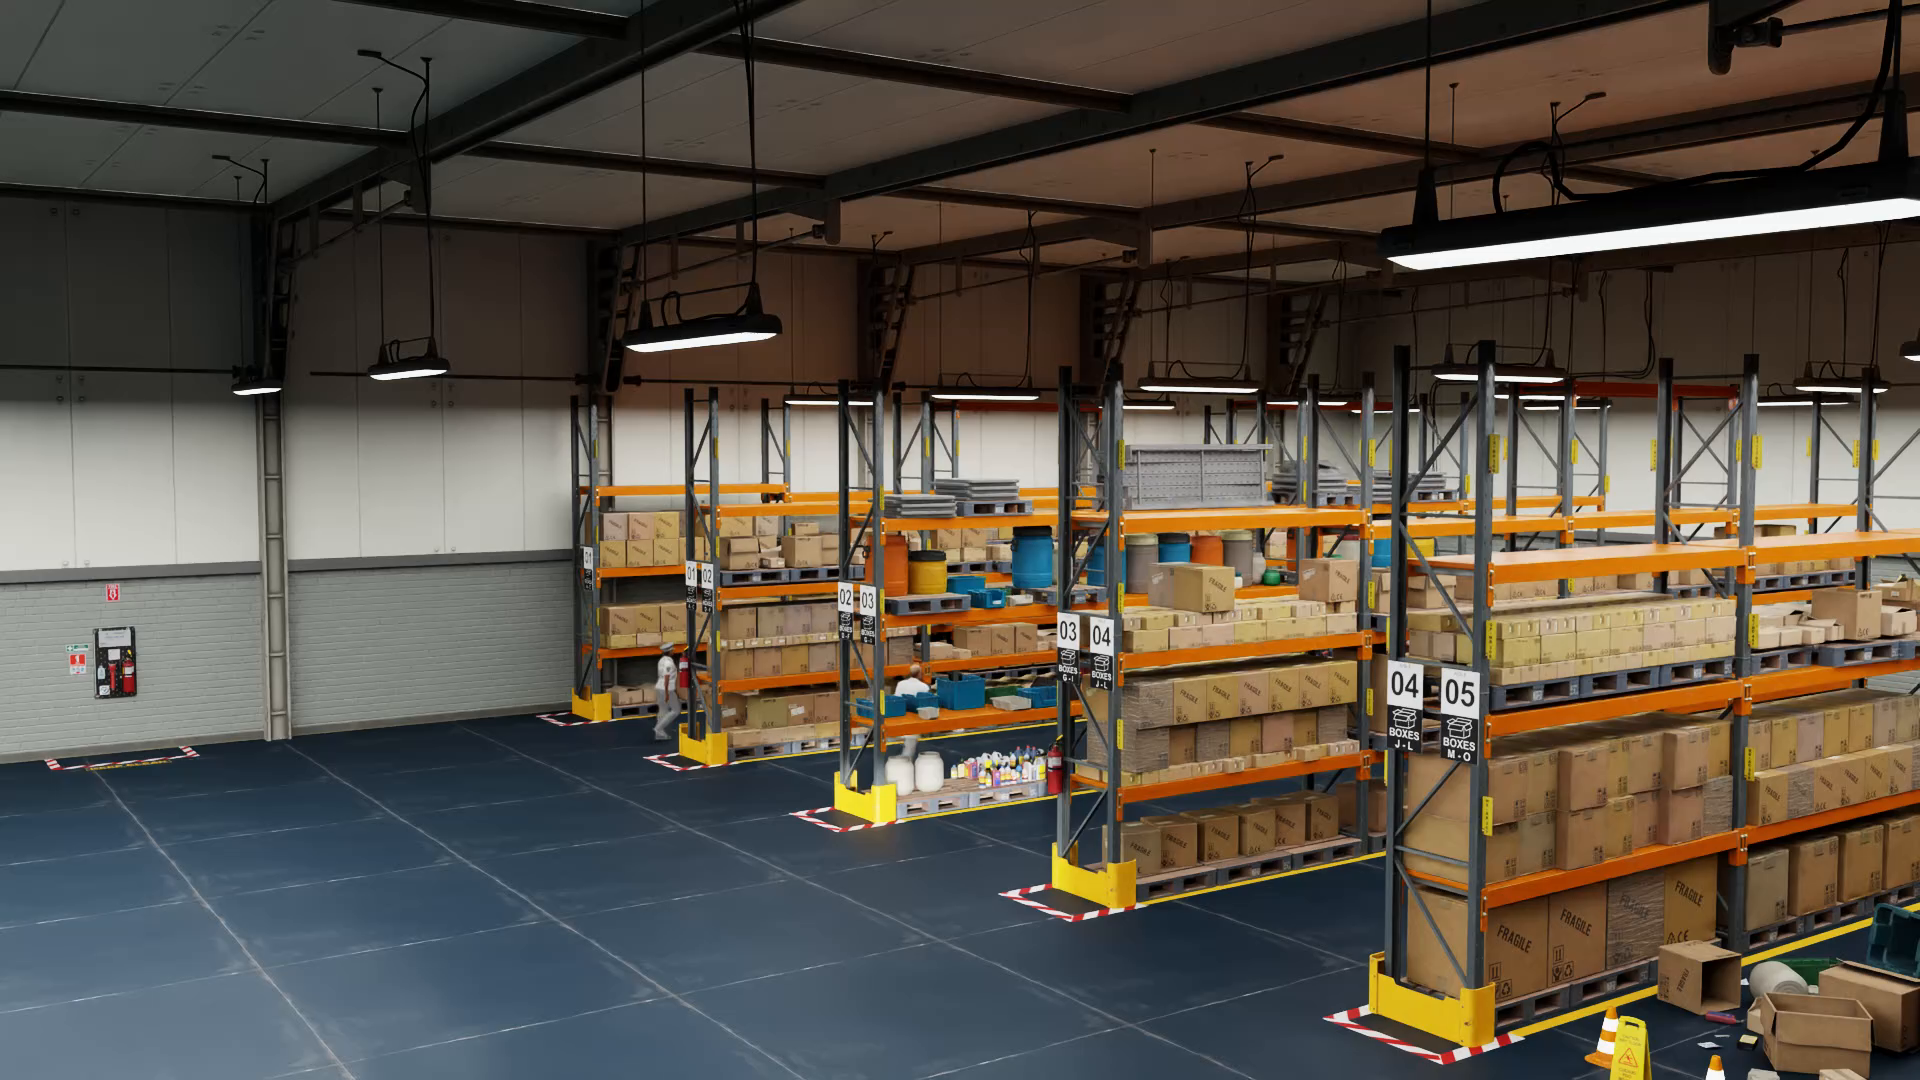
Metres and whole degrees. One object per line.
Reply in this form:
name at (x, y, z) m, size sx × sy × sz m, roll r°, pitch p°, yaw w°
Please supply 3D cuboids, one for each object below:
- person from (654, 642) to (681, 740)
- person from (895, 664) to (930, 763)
person at (-5.077, 2.600, 28.602) m, size 0.457 × 1.675 × 0.505 m, roll -2°, pitch 4°, yaw -27°
person at (-0.739, 2.782, 25.060) m, size 0.589 × 1.811 × 0.575 m, roll 2°, pitch 4°, yaw 34°
